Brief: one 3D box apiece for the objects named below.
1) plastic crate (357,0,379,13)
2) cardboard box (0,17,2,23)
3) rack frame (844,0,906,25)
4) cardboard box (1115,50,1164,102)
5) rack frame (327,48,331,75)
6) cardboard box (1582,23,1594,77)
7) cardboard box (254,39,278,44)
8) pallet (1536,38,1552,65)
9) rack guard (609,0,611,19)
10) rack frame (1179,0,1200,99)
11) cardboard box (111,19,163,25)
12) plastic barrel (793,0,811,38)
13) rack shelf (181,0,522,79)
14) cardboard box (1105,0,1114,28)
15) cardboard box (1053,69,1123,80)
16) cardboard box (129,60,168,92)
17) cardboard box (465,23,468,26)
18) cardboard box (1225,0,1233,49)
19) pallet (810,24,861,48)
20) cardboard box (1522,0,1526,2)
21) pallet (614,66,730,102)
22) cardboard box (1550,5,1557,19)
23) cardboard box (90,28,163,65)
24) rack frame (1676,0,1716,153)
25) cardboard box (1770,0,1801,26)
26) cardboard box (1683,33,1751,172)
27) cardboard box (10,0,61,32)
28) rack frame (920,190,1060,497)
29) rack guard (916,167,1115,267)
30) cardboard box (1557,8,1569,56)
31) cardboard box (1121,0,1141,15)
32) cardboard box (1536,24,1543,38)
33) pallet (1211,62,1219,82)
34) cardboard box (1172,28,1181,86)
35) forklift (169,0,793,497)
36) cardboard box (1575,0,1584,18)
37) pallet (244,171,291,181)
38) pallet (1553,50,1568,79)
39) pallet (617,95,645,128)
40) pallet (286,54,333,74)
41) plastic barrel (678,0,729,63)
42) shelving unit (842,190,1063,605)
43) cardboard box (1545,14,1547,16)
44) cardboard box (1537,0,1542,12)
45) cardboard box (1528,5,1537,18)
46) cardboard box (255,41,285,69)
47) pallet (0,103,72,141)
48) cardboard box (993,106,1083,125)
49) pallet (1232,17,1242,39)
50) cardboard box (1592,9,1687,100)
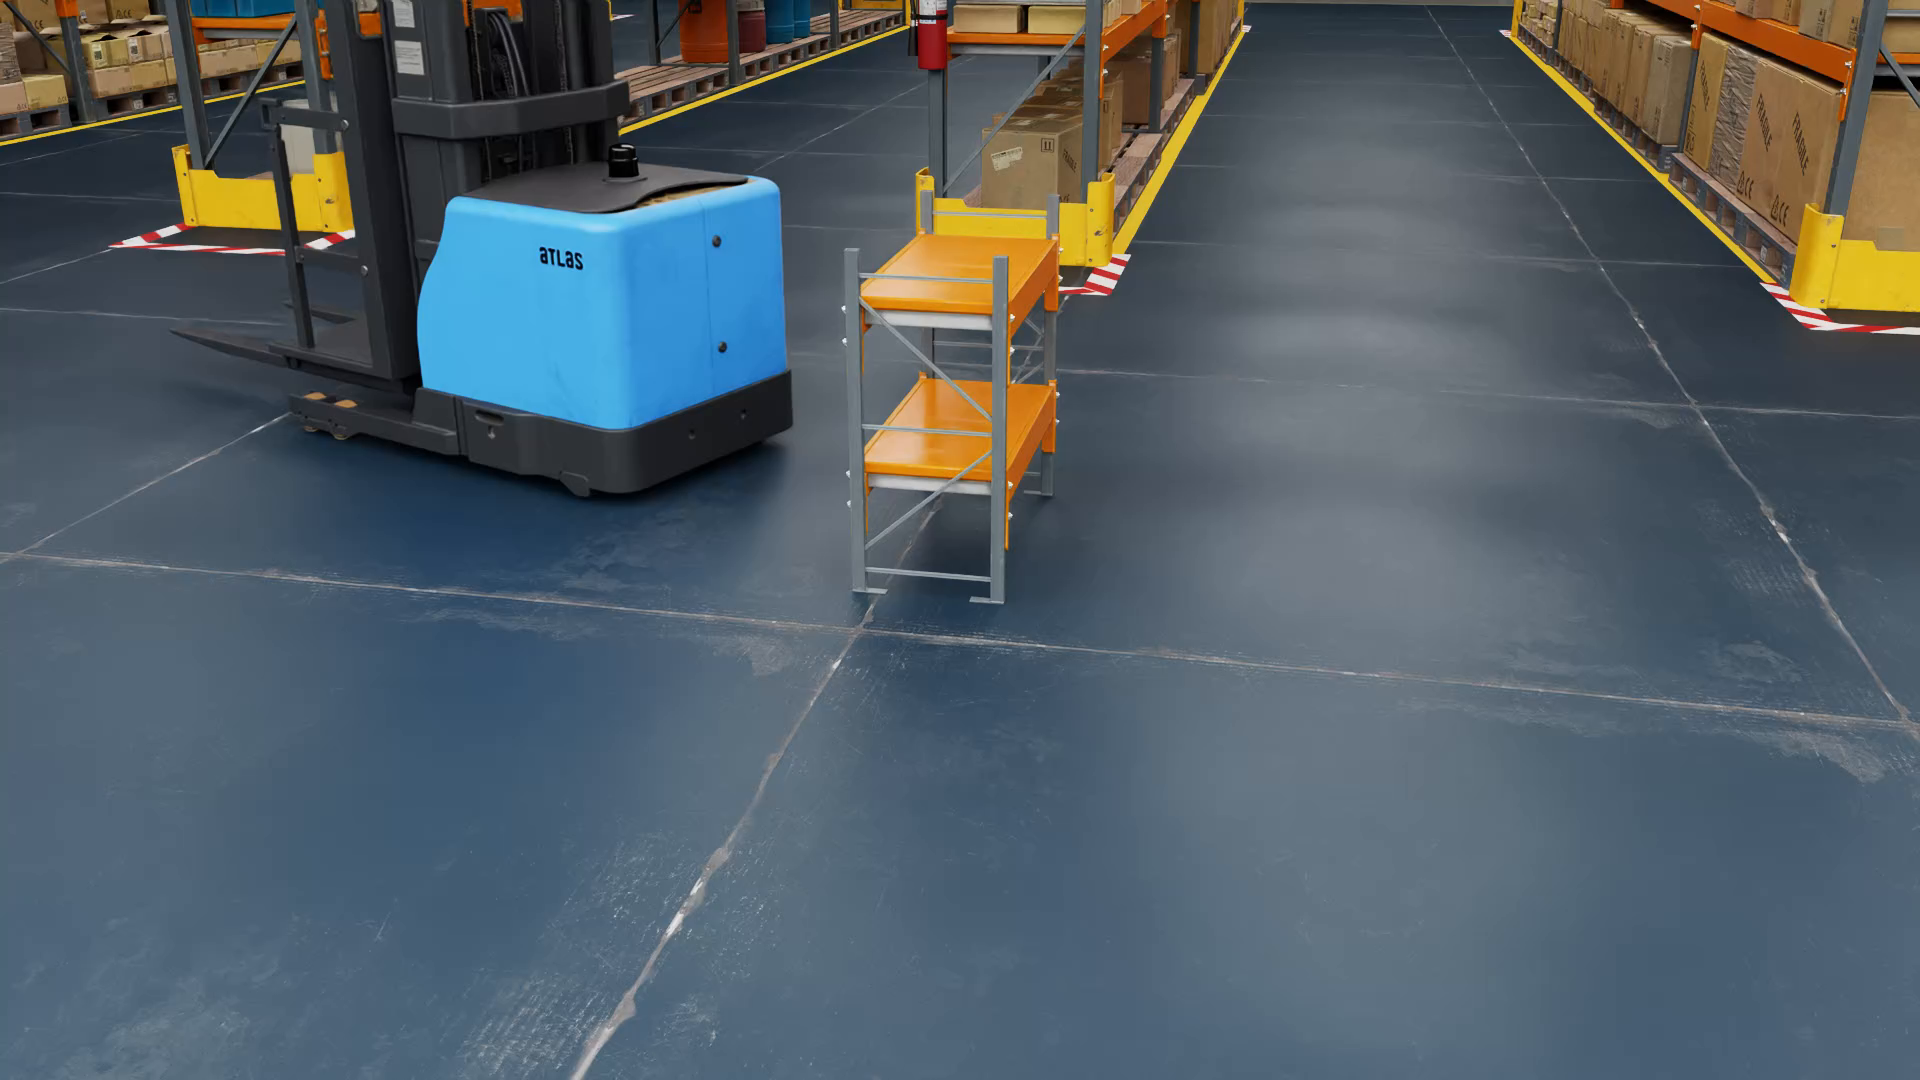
[{"bbox_3d":[-4.036,-3.645,11.242,0.298,0.136,0.250,4,22,11],"label":"plastic crate"},{"bbox_3d":[-8.967,-4.428,14.948,0.500,0.500,0.500,4,22,11],"label":"cardboard box"},{"bbox_3d":[-1.268,-9.316,24.971,1.000,3.000,0.127,4,22,11],"label":"rack frame"},{"bbox_3d":[1.394,-3.991,14.504,0.700,0.500,0.500,4,22,11],"label":"cardboard box"},{"bbox_3d":[-7.749,-6.770,18.647,1.000,3.000,0.127,4,22,11],"label":"rack frame"},{"bbox_3d":[6.771,-5.083,17.244,0.500,0.500,0.500,5,23,13],"label":"cardboard box"},{"bbox_3d":[-7.715,-5.548,17.982,0.500,0.311,0.500,4,22,10],"label":"cardboard box"},{"bbox_3d":[7.702,-6.016,20.508,1.003,0.211,1.213,4,22,11],"label":"pallet"},{"bbox_3d":[-6.132,-8.508,26.310,1.175,0.500,0.348,4,22,11],"label":"rack guard"},{"bbox_3d":[1.948,-6.013,16.769,1.000,3.000,0.127,4,22,11],"label":"rack frame"},{"bbox_3d":[-8.453,-5.213,17.149,0.500,0.311,0.500,4,22,10],"label":"cardboard box"},{"bbox_3d":[-2.212,-6.877,21.161,0.600,0.901,0.708,4,22,11],"label":"plastic barrel"},{"bbox_3d":[-4.125,-3.863,12.392,1.077,0.370,4.000,4,22,11],"label":"rack shelf"},{"bbox_3d":[0.743,-3.237,10.212,0.380,0.149,0.250,4,22,11],"label":"cardboard box"},{"bbox_3d":[1.011,-3.442,13.169,0.500,0.500,0.500,4,22,9],"label":"cardboard box"},{"bbox_3d":[-8.135,-4.541,16.233,0.500,0.250,0.500,5,22,12],"label":"cardboard box"},{"bbox_3d":[-6.753,-7.075,22.162,0.500,0.500,0.500,4,22,11],"label":"cardboard box"},{"bbox_3d":[2.653,-6.450,20.134,1.225,0.875,0.875,5,22,11],"label":"cardboard box"},{"bbox_3d":[-1.973,-6.832,22.534,1.003,0.211,1.213,4,22,11],"label":"pallet"},{"bbox_3d":[7.976,-7.506,22.934,0.380,0.149,0.250,3,22,8],"label":"cardboard box"},{"bbox_3d":[-3.097,-4.817,17.531,1.003,0.211,1.213,4,22,11],"label":"pallet"},{"bbox_3d":[7.430,-6.456,20.325,0.380,0.149,0.250,5,22,12],"label":"cardboard box"},{"bbox_3d":[-8.130,-4.801,16.127,0.500,0.311,0.500,4,22,10],"label":"cardboard box"},{"bbox_3d":[5.967,-4.135,12.106,1.000,3.000,0.127,4,22,11],"label":"rack frame"},{"bbox_3d":[5.578,-3.476,10.268,0.875,0.550,0.500,4,22,11],"label":"cardboard box"},{"bbox_3d":[5.770,-3.120,11.866,0.875,0.875,0.875,5,22,12],"label":"cardboard box"},{"bbox_3d":[-12.136,-6.922,21.342,0.750,0.750,0.750,4,22,11],"label":"cardboard box"},{"bbox_3d":[0.105,-0.710,6.111,0.500,1.125,0.032,4,22,11],"label":"rack frame"},{"bbox_3d":[0.331,-1.956,10.040,1.175,0.500,0.348,4,22,11],"label":"rack guard"},{"bbox_3d":[7.189,-5.846,19.138,0.500,0.500,0.500,5,23,13],"label":"cardboard box"},{"bbox_3d":[1.008,-3.598,11.108,0.380,0.149,0.250,4,22,11],"label":"cardboard box"},{"bbox_3d":[7.557,-6.481,21.185,0.380,0.149,0.250,4,22,11],"label":"cardboard box"},{"bbox_3d":[2.434,-5.447,19.096,1.003,0.211,1.213,4,22,11],"label":"pallet"},{"bbox_3d":[1.831,-4.811,16.541,0.700,0.500,0.500,3,22,8],"label":"cardboard box"},{"bbox_3d":[-2.201,-1.920,6.698,3.031,2.935,1.130,14,26,30],"label":"forklift"},{"bbox_3d":[6.975,-5.813,18.051,0.500,0.250,0.500,5,23,13],"label":"cardboard box"},{"bbox_3d":[-4.393,-2.499,11.777,1.003,0.211,1.213,4,22,11],"label":"pallet"},{"bbox_3d":[7.442,-5.482,19.184,1.003,0.211,1.213,4,22,11],"label":"pallet"},{"bbox_3d":[-3.595,-3.924,15.315,1.003,0.211,1.213,4,22,11],"label":"pallet"},{"bbox_3d":[-7.560,-5.746,19.839,1.003,0.211,1.213,4,22,11],"label":"pallet"},{"bbox_3d":[-2.818,-5.759,18.480,0.600,0.830,0.708,4,22,11],"label":"plastic barrel"},{"bbox_3d":[0.001,-0.524,5.650,0.538,1.125,1.048,4,22,11],"label":"shelving unit"},{"bbox_3d":[7.613,-6.589,21.054,0.380,0.149,0.250,5,22,12],"label":"cardboard box"},{"bbox_3d":[7.611,-6.842,21.284,0.380,0.149,0.250,4,22,9],"label":"cardboard box"},{"bbox_3d":[7.824,-7.084,22.285,0.380,0.149,0.250,5,23,13],"label":"cardboard box"},{"bbox_3d":[-7.719,-5.289,18.090,0.500,0.250,0.500,4,22,10],"label":"cardboard box"},{"bbox_3d":[-8.769,-3.726,14.821,1.003,0.211,1.213,4,22,11],"label":"pallet"},{"bbox_3d":[0.548,-2.571,11.006,0.500,0.500,0.500,11,24,25],"label":"cardboard box"},{"bbox_3d":[3.494,-7.347,23.813,1.003,0.211,1.213,4,22,11],"label":"pallet"},{"bbox_3d":[6.571,-4.533,15.544,1.050,0.750,0.750,4,22,10],"label":"cardboard box"}]
